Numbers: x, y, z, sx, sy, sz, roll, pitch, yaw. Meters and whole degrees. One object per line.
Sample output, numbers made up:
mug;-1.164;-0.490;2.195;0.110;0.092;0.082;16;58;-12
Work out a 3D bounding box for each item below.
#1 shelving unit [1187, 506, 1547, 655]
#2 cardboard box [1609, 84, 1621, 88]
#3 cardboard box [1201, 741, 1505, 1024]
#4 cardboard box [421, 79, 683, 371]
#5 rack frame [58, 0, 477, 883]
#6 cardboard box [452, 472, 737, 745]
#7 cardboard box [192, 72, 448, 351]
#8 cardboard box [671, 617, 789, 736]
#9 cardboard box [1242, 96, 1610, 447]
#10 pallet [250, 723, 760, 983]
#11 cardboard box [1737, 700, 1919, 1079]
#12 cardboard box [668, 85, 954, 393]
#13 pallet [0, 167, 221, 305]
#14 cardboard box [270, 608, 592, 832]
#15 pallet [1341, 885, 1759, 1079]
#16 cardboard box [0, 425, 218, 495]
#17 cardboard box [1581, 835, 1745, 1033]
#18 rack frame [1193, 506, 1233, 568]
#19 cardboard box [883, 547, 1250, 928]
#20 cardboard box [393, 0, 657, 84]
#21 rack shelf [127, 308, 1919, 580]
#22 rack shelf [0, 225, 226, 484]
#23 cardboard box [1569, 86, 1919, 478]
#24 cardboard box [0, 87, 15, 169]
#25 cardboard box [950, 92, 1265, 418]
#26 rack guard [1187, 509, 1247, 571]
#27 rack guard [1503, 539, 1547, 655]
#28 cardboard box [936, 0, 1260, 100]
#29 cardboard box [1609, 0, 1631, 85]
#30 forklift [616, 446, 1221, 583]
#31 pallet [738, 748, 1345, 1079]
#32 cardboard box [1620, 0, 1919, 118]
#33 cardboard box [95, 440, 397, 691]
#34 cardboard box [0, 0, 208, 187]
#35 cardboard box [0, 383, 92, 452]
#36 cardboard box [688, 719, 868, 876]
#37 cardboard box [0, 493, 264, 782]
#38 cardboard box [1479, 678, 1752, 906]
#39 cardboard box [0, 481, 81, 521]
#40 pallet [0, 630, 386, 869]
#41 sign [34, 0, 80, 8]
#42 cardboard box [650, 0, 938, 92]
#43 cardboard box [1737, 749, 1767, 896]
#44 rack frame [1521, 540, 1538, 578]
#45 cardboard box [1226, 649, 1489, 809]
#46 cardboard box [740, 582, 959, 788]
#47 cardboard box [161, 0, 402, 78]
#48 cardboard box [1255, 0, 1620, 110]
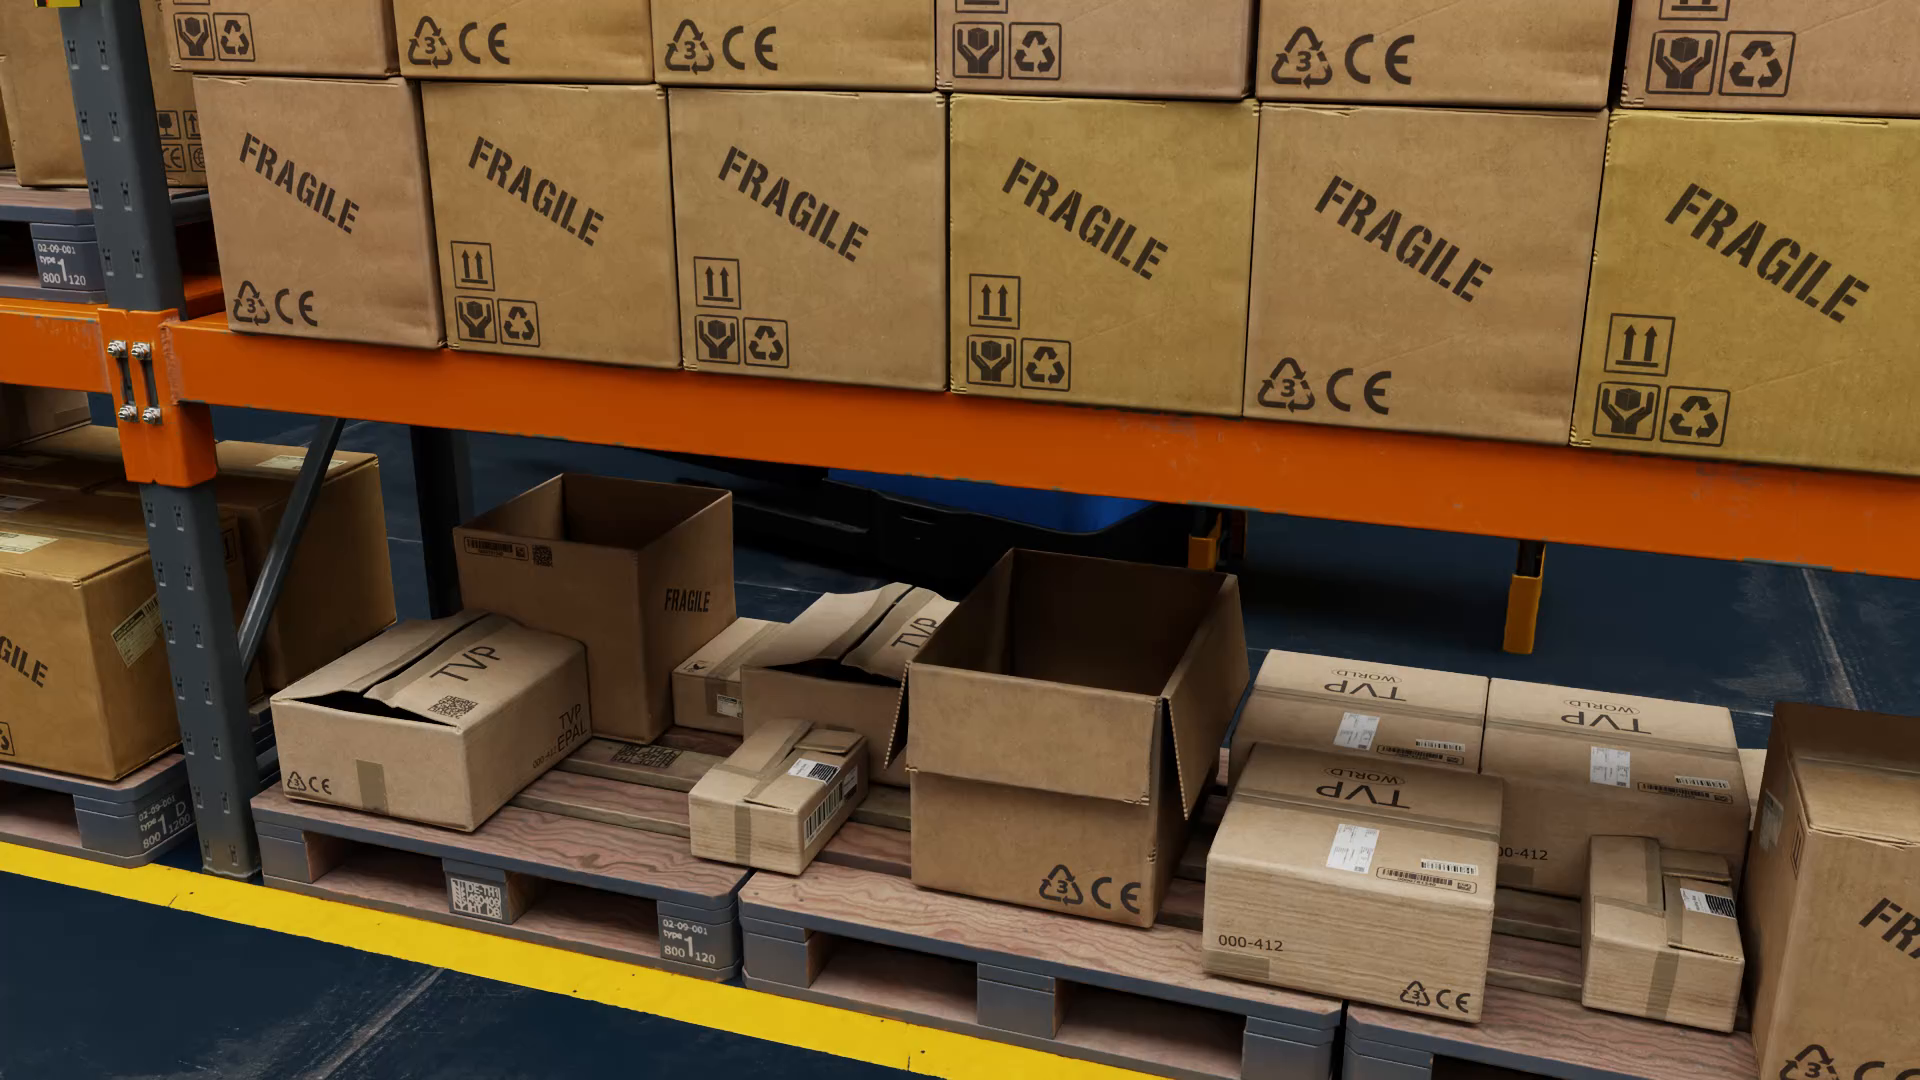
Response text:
shelving unit;1.339;-0.508;5.256;1.083;1.500;0.587;7;20;20
cardboard box;1.425;-0.590;3.060;0.500;0.500;0.500;6;20;18
cardboard box;0.765;0.638;3.198;0.500;0.250;0.500;7;20;18
cardboard box;-0.655;-0.644;3.215;0.500;0.500;0.500;7;20;19
rack frame;-1.532;-0.791;3.788;0.127;3.000;1.000;7;20;18
cardboard box;-0.901;0.155;4.203;0.500;0.500;0.500;7;20;18
cardboard box;-1.140;-0.698;3.370;0.500;0.500;0.500;7;20;19
cardboard box;-0.527;0.343;4.199;0.250;0.149;0.380;7;20;18
cardboard box;0.774;-0.480;2.745;0.500;0.500;0.500;7;20;18
pallet;-0.883;0.600;4.033;1.213;0.211;1.003;7;20;18
cardboard box;1.652;0.632;2.836;0.500;0.500;0.500;7;20;18
cardboard box;-0.183;-0.589;3.058;0.500;0.500;0.500;6;20;18
pallet;-2.251;-0.820;4.165;1.213;0.211;1.003;7;20;18
cardboard box;-1.206;0.384;3.835;0.500;0.311;0.500;7;20;18
pallet;1.421;0.864;3.277;1.213;0.211;1.003;7;20;18
cardboard box;-2.416;0.000;4.650;0.500;0.500;0.500;7;20;19
cardboard box;1.299;0.717;3.097;0.250;0.166;0.380;7;20;18
rack frame;0.855;-0.569;5.430;0.032;1.500;0.500;7;20;20
cardboard box;0.245;0.382;3.549;0.637;0.503;0.797;7;20;18
cardboard box;-0.692;-1.116;3.050;0.500;0.500;0.500;6;20;16
rack shelf;0.357;-0.235;3.287;4.000;0.370;1.077;7;20;18
rack shelf;-3.421;-0.667;4.526;4.000;0.370;1.077;7;20;18
cardboard box;1.243;-0.425;2.586;0.500;0.500;0.500;7;20;19
cardboard box;-2.576;-1.212;4.205;0.500;0.500;0.700;10;22;27
cardboard box;0.298;-0.535;2.901;0.500;0.500;0.500;6;20;17
rack guard;0.873;0.023;5.629;0.087;0.250;0.587;7;20;20
rack guard;1.804;0.140;5.294;0.087;0.250;0.587;7;20;20
cardboard box;0.282;-1.005;2.731;0.500;0.500;0.500;7;20;20
cardboard box;1.418;-1.062;2.895;0.500;0.500;0.500;7;20;19
forklift;-0.519;-1.526;6.001;3.031;2.935;1.130;14;23;34
pallet;0.273;0.732;3.657;1.213;0.211;1.003;7;20;18
cardboard box;1.259;-0.895;2.416;0.500;0.500;0.500;7;20;20
cardboard box;-1.909;0.054;4.494;0.500;0.500;0.500;6;20;16
cardboard box;-1.906;-1.157;4.049;0.500;0.500;0.700;0;19;0
cardboard box;-2.853;-0.408;4.681;0.500;0.250;0.500;7;20;18
cardboard box;-0.386;0.542;3.600;0.250;0.166;0.380;7;20;18
cardboard box;-2.092;0.218;4.024;0.500;0.500;0.500;6;20;18
cardboard box;1.354;0.531;3.505;0.500;0.250;0.500;7;20;18
cardboard box;-2.556;0.162;4.185;0.500;0.500;0.500;7;20;18
pallet;-2.313;0.450;4.465;1.213;0.211;1.003;7;20;18
sign;-1.711;-1.165;3.101;0.005;0.325;0.100;7;20;18
cardboard box;-0.206;-1.061;2.891;0.500;0.500;0.500;6;20;16
cardboard box;1.728;0.592;3.456;0.250;0.166;0.380;7;20;18
rack frame;1.805;-0.450;5.088;0.032;1.500;0.500;7;20;20
cardboard box;0.882;0.477;3.660;0.500;0.250;0.500;7;20;18
cardboard box;-0.192;0.325;4.002;0.500;0.311;0.500;7;20;18
cardboard box;-1.179;-1.172;3.210;0.500;0.500;0.500;7;20;19
cardboard box;0.767;-0.950;2.572;0.500;0.500;0.500;7;20;20
